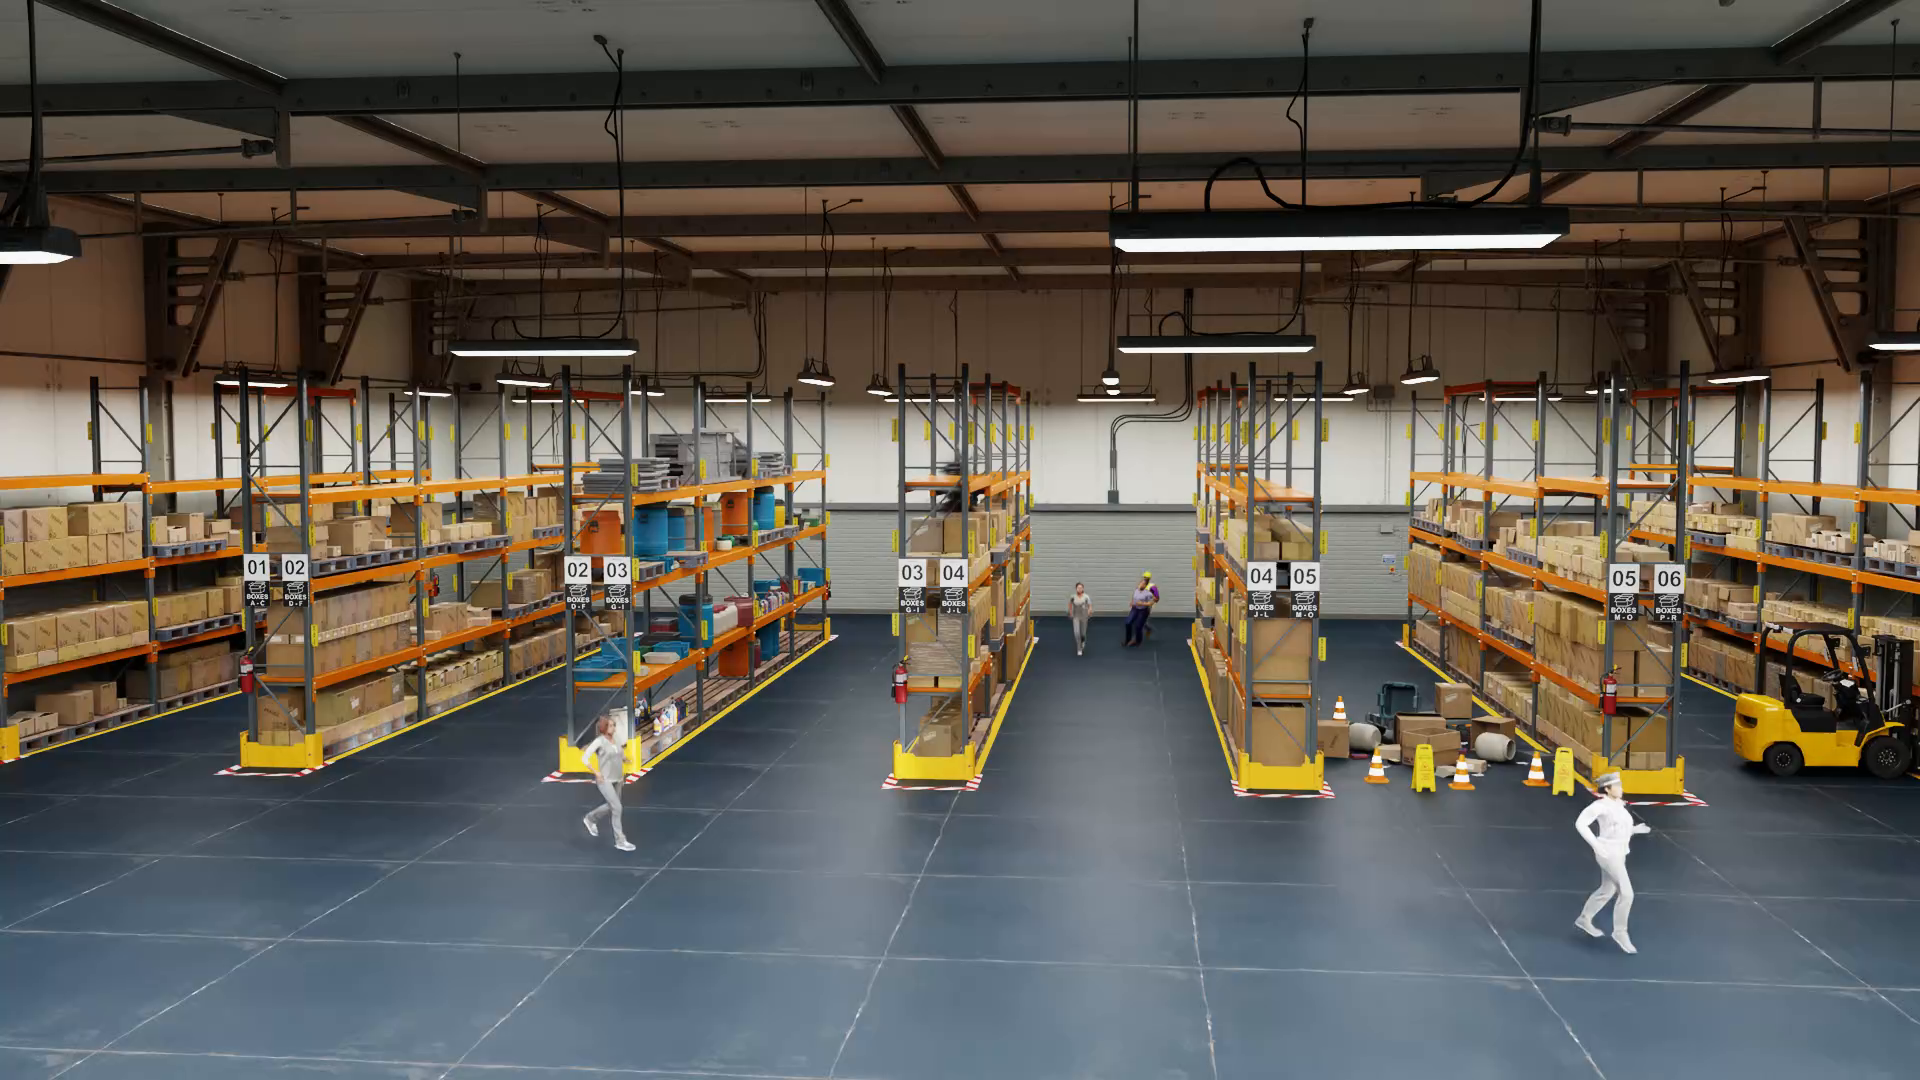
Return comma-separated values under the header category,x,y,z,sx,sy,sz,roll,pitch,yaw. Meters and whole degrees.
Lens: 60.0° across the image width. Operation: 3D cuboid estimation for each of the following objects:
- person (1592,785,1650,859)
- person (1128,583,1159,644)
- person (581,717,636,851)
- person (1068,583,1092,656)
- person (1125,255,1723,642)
category,x,y,z,sx,sy,sz,roll,pitch,yaw
person,6.416,2.680,16.114,0.503,0.785,0.432,3,5,42
person,4.428,1.743,39.638,0.707,1.492,0.757,4,5,44
person,-4.249,2.913,20.034,0.864,1.575,0.544,2,4,29
person,2.719,1.776,37.762,0.550,1.632,0.730,0,4,5
person,12.174,-2.120,40.227,12.594,8.916,11.615,2,4,32
